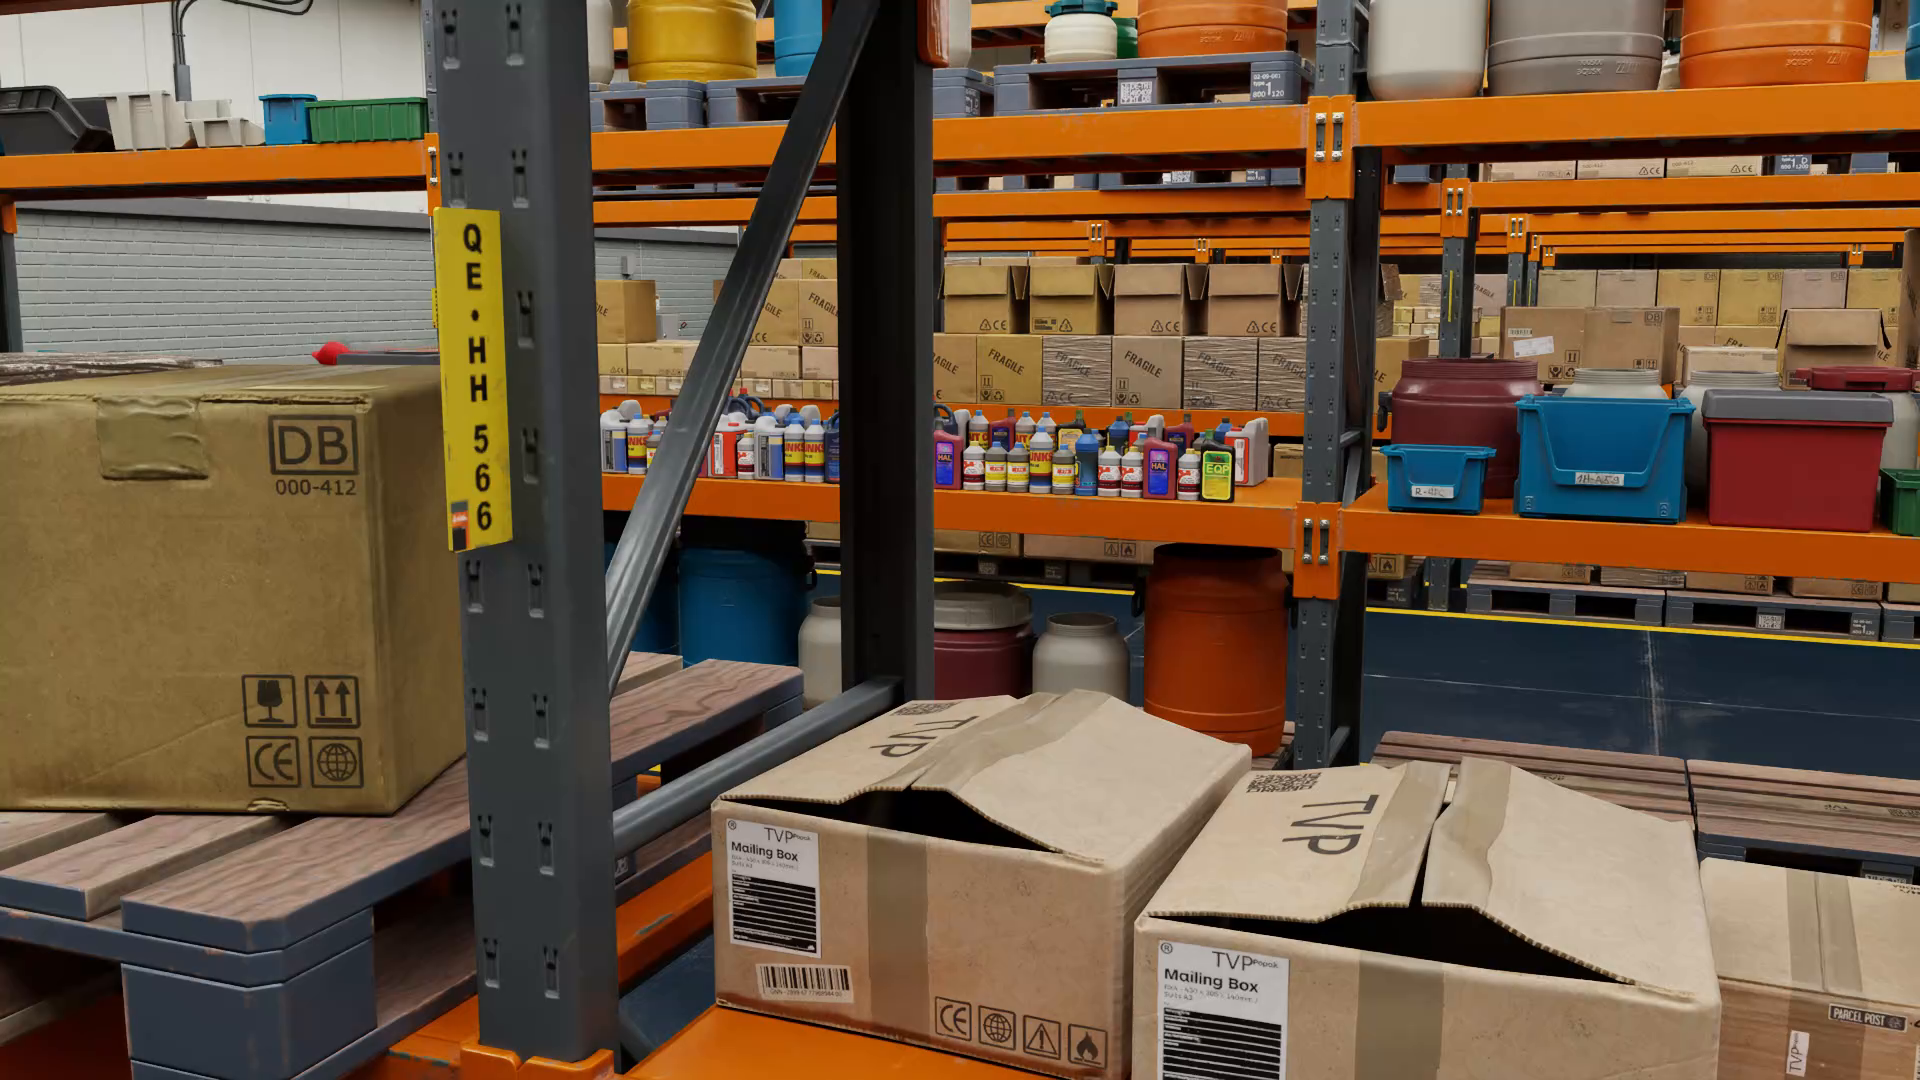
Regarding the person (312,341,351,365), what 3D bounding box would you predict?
[{"bbox_3d":[-3.980,-0.343,10.559,0.513,1.830,0.523,3,9,18],"label":"person"}]
